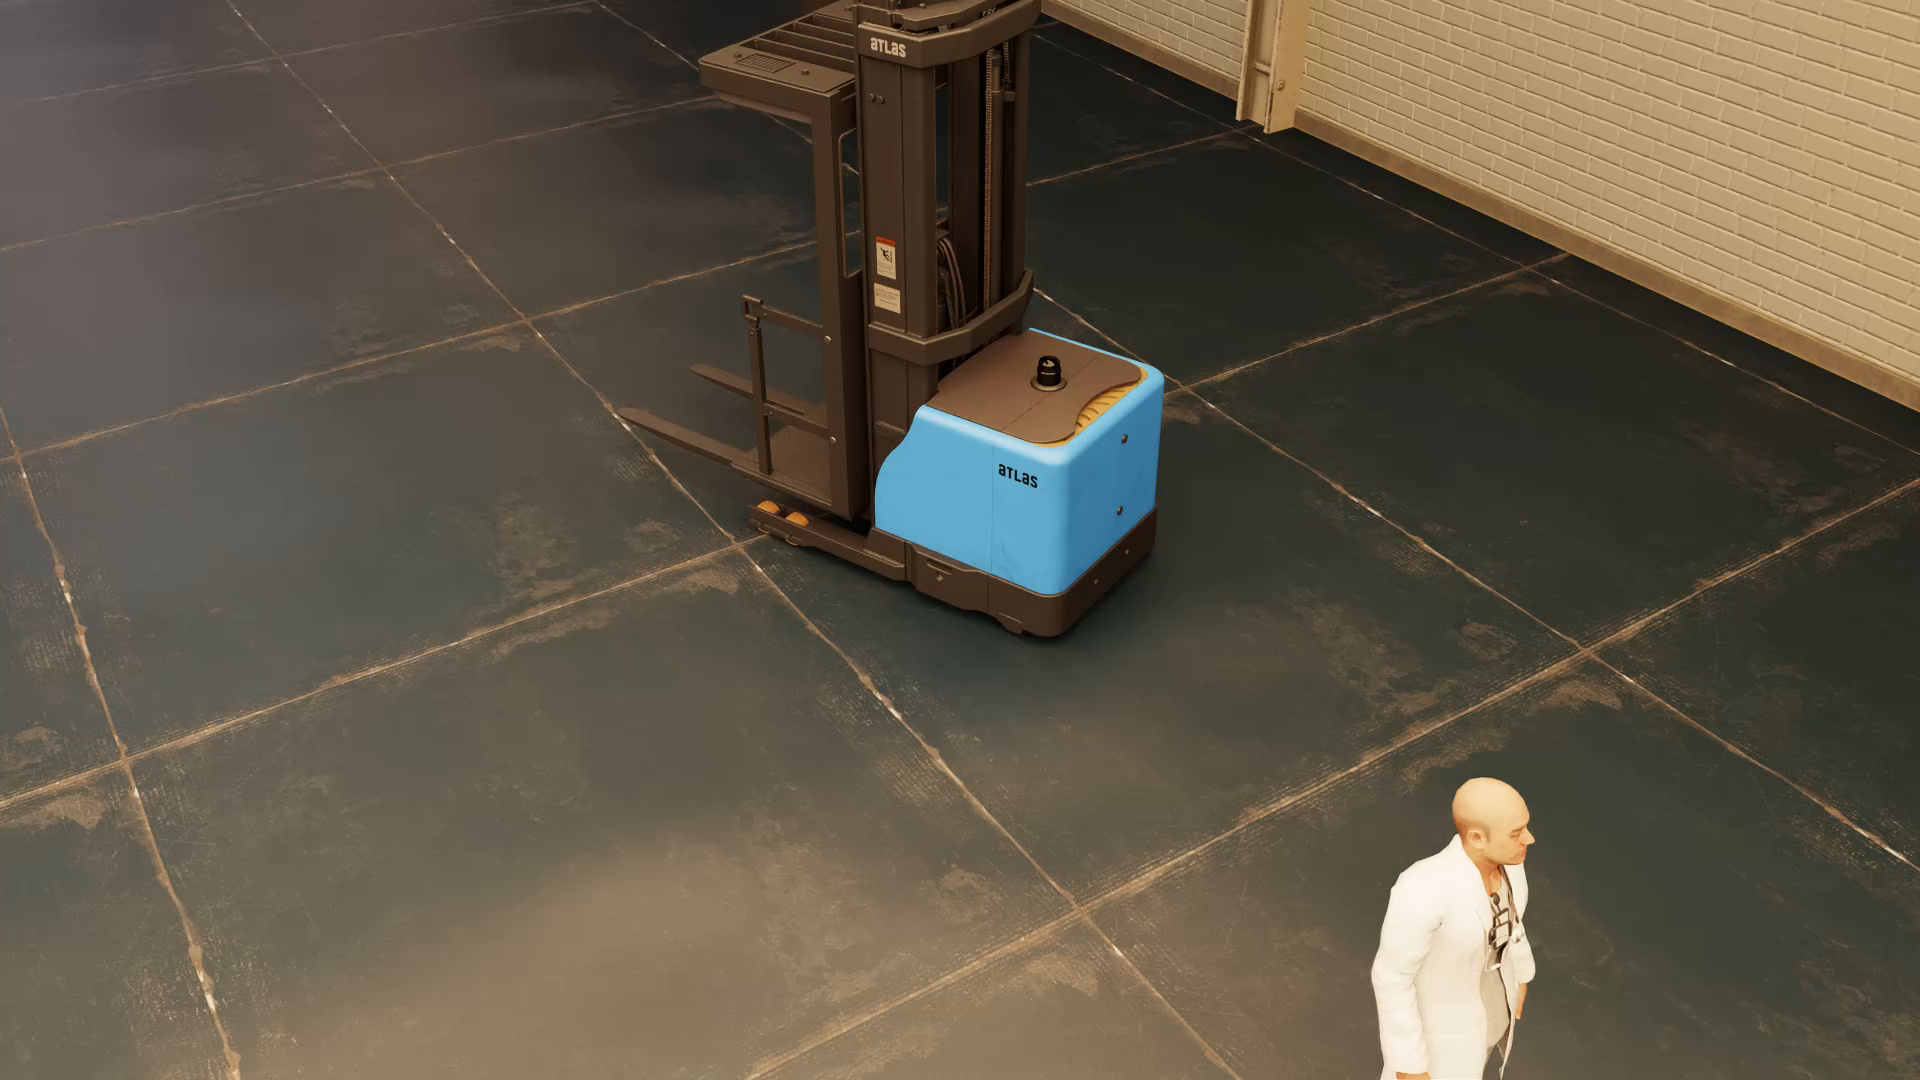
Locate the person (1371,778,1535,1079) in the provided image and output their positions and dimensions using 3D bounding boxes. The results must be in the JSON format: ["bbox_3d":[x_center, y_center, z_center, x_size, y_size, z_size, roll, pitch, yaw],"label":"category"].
[{"bbox_3d":[1.563,1.495,5.010,0.695,1.776,0.582,-28,43,-33],"label":"person"}]

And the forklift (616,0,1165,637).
[{"bbox_3d":[-0.500,-1.399,8.138,3.031,2.935,1.130,22,41,28],"label":"forklift"}]
